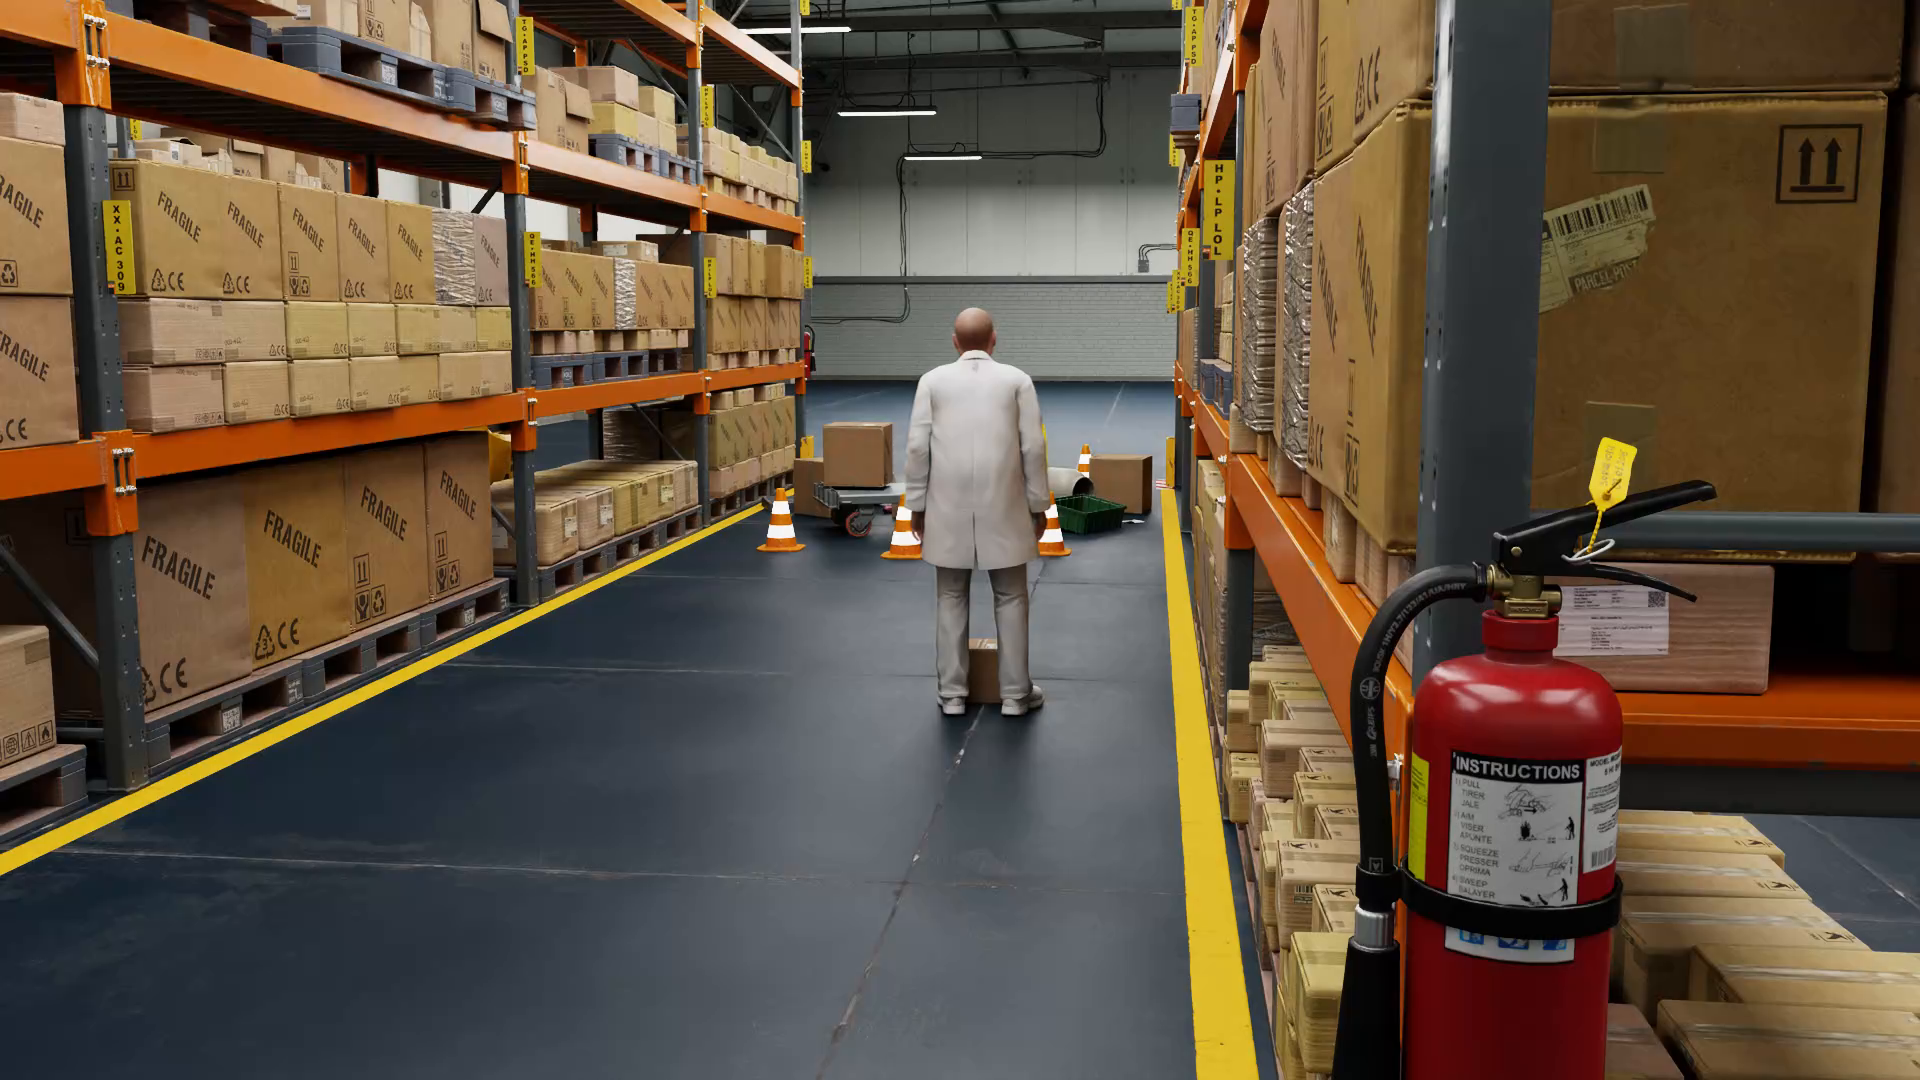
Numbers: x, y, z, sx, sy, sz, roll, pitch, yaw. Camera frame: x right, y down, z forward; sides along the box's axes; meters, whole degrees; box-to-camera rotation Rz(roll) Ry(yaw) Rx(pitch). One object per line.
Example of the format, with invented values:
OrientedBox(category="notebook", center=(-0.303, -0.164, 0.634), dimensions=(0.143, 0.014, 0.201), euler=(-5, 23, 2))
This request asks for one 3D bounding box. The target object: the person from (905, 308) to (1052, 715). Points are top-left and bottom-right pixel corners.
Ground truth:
OrientedBox(category="person", center=(0.078, -0.125, 7.305), dimensions=(0.651, 1.774, 0.416), euler=(1, 7, 6))
